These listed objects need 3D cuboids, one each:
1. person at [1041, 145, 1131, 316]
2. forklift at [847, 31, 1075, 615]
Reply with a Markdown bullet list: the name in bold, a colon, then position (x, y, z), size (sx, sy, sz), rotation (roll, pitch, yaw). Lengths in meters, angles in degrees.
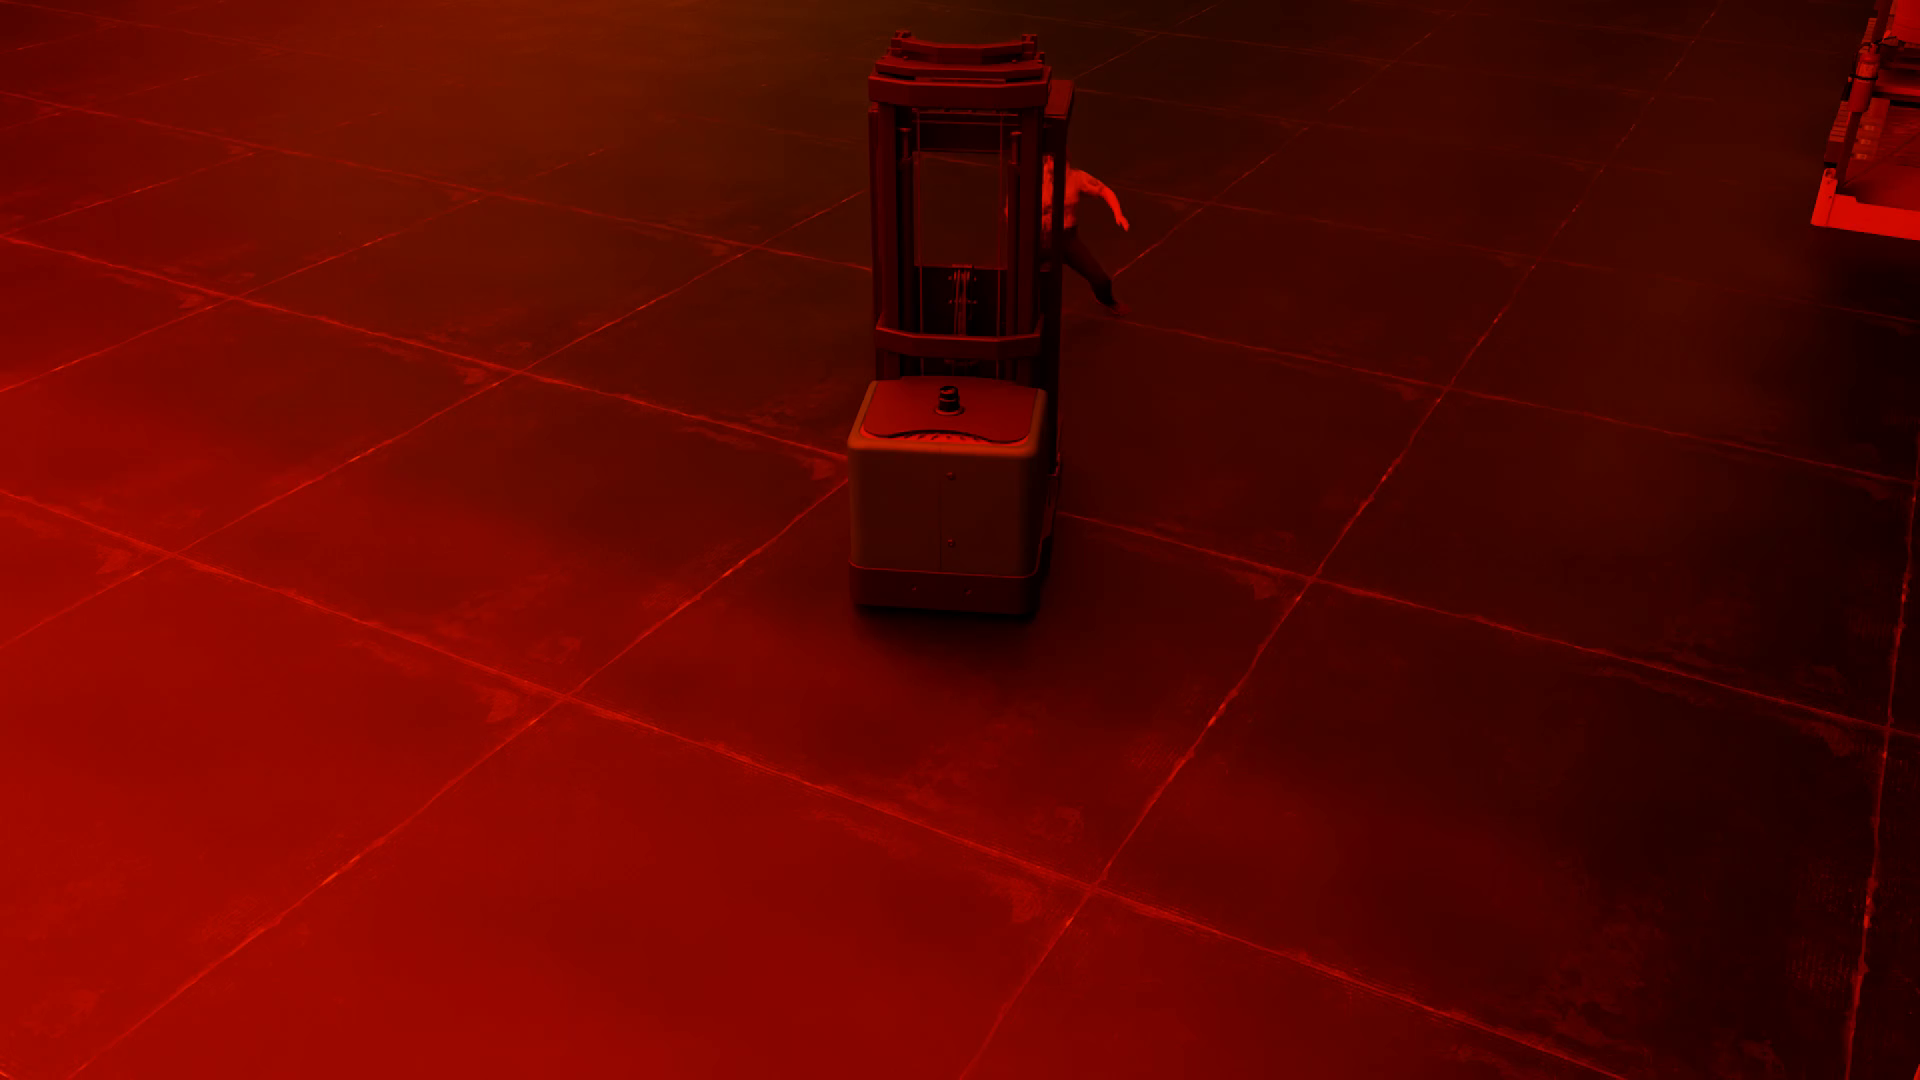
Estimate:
- **person**: position (0.782, -2.213, 12.399), size (1.230, 1.453, 0.886), rotation (-4, 30, -7)
- **forklift**: position (0.072, -1.572, 9.794), size (1.130, 2.935, 3.031), rotation (3, 30, 6)
